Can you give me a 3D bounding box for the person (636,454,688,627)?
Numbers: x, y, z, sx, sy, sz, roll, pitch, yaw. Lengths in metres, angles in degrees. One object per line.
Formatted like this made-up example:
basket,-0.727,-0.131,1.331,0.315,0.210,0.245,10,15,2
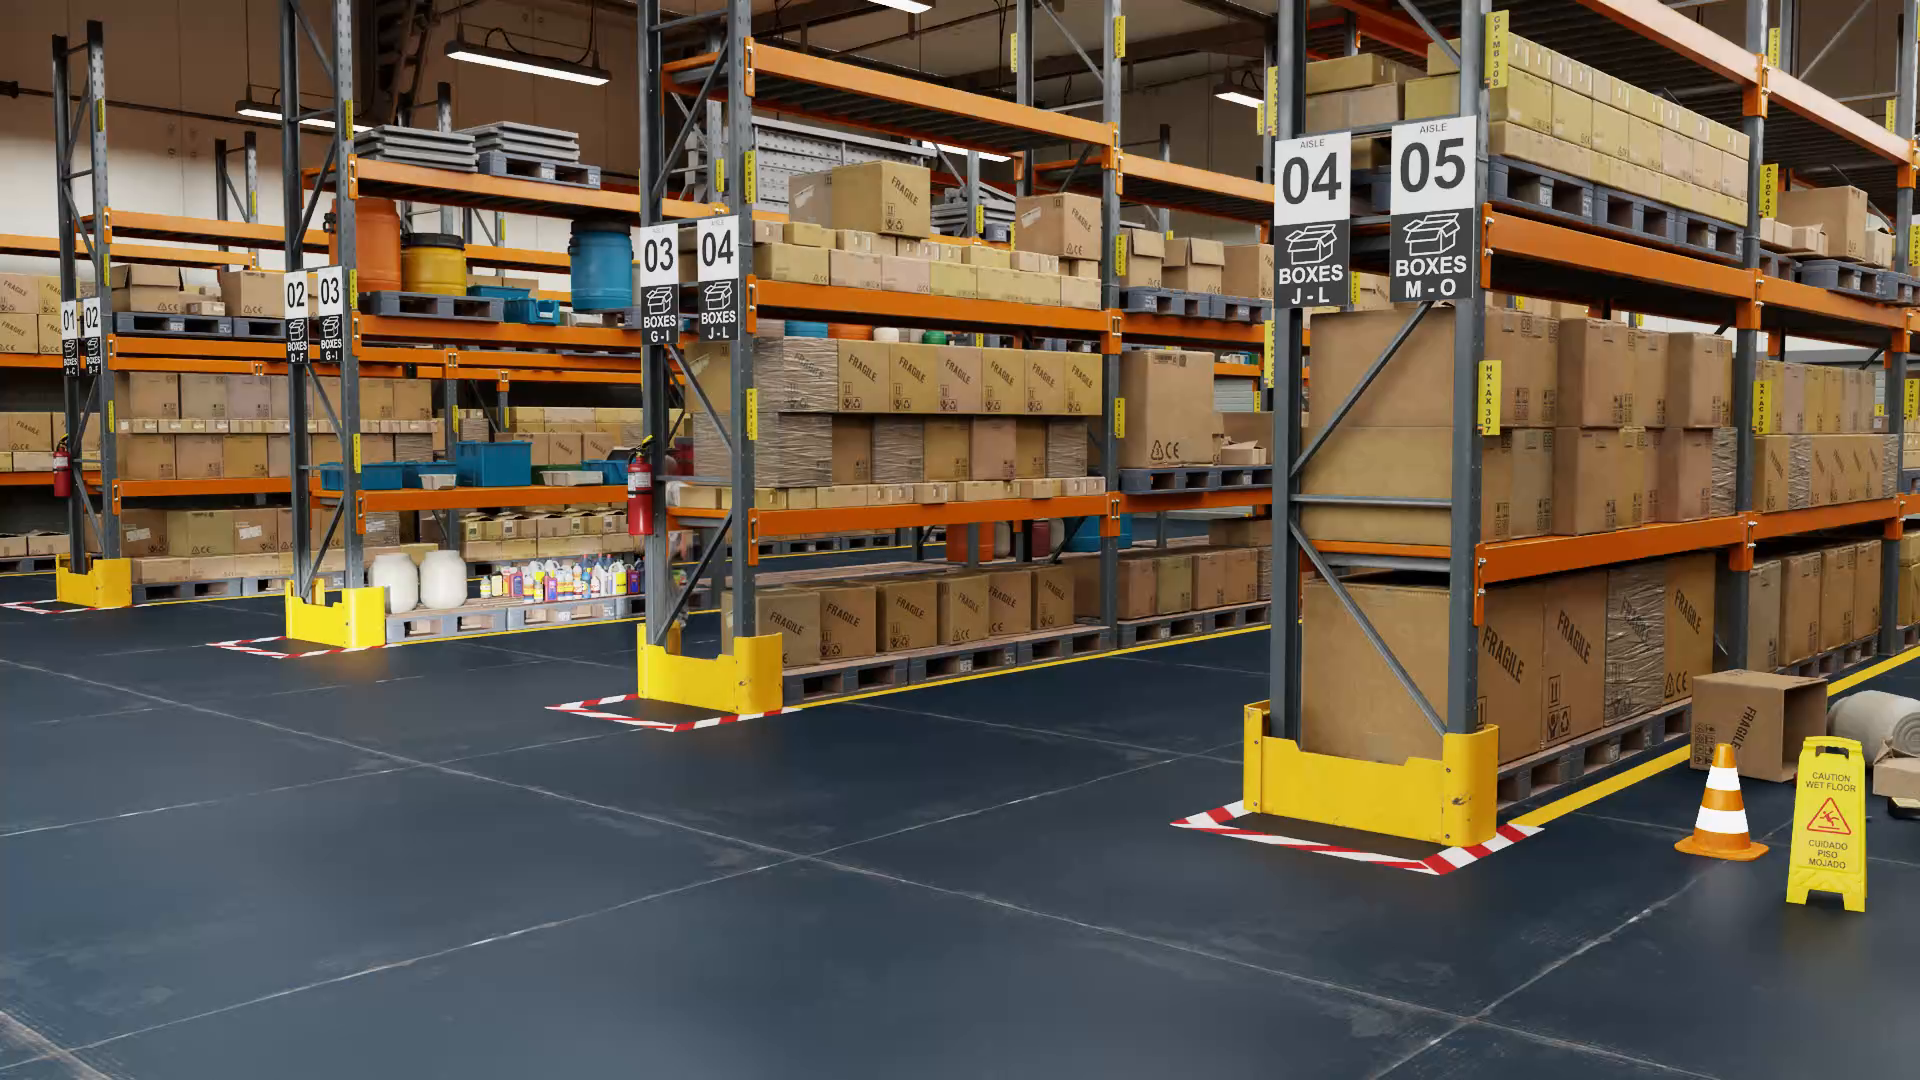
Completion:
person,-2.664,0.065,14.941,0.451,1.634,0.519,4,5,44
